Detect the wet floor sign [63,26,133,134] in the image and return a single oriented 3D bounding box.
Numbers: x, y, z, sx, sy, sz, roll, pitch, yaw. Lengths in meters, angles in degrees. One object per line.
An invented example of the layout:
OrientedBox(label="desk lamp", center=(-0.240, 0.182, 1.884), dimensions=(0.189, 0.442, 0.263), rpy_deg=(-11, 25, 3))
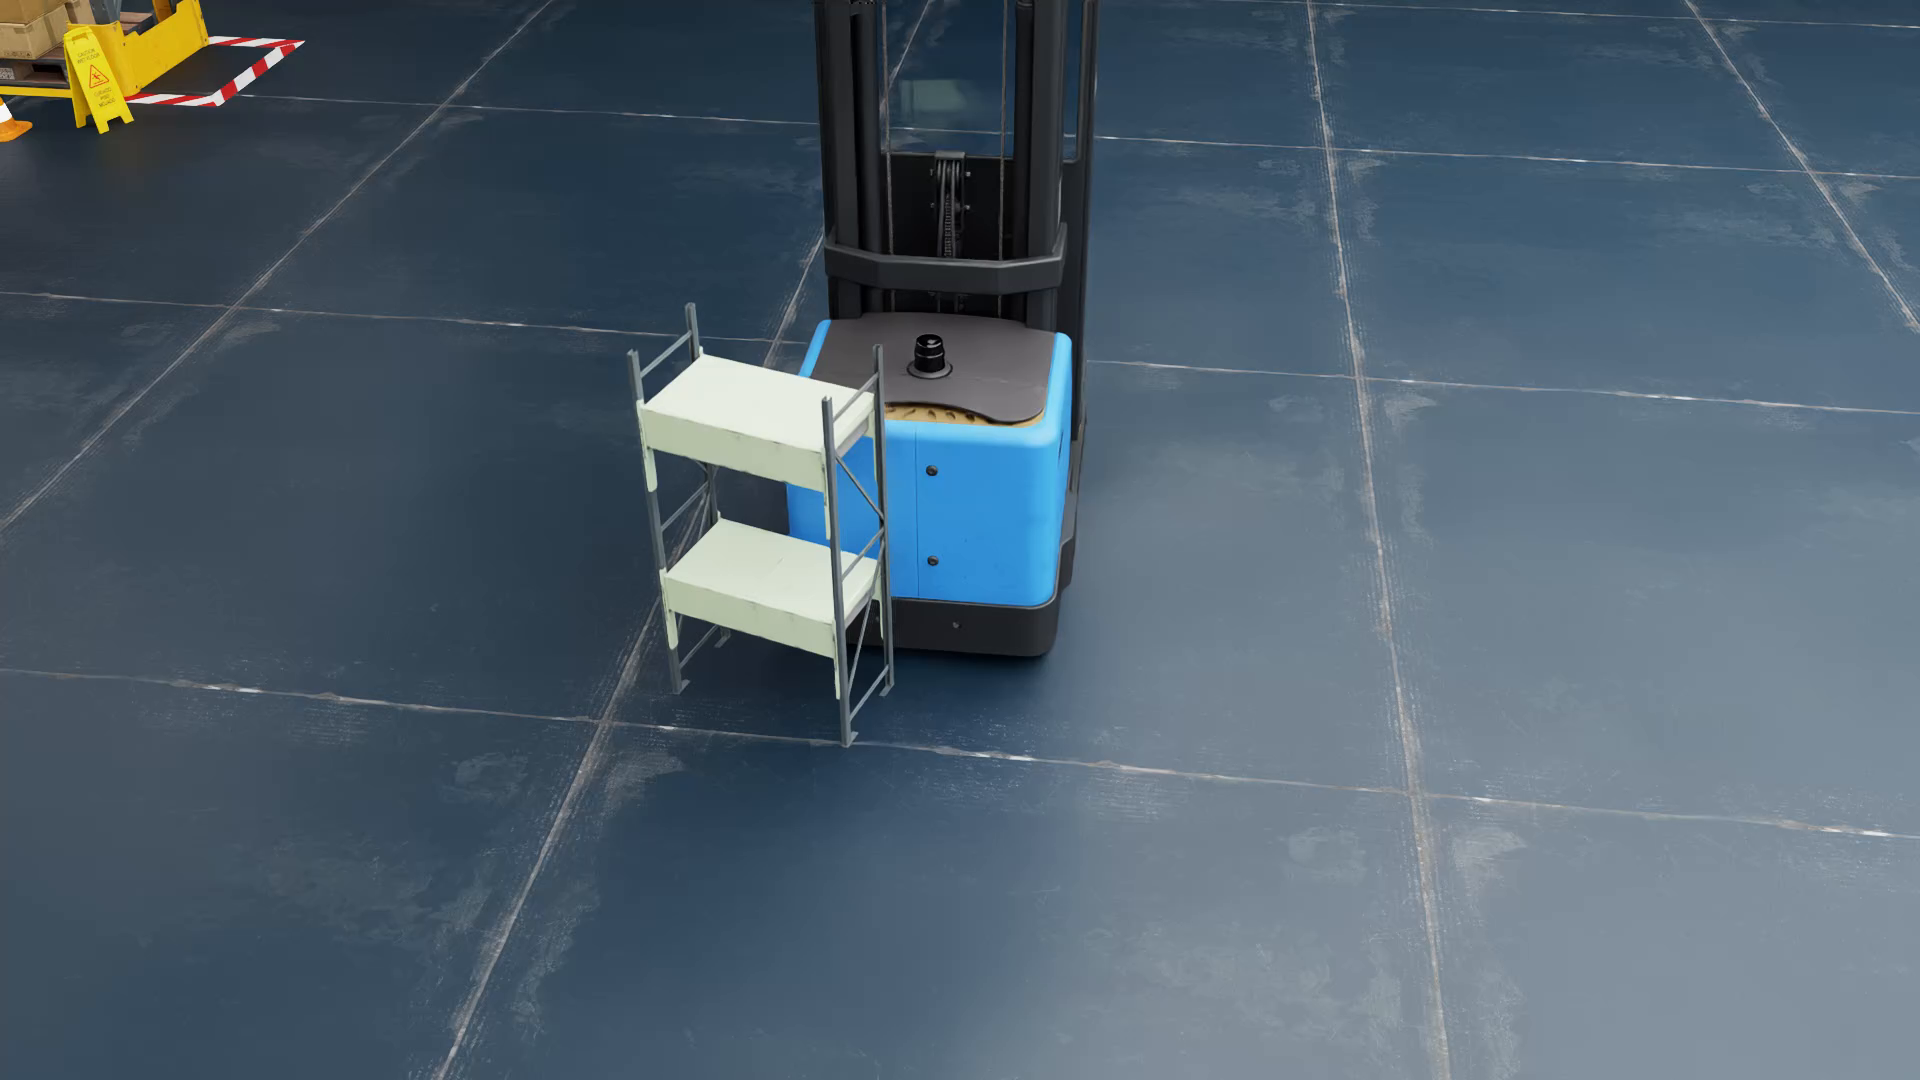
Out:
OrientedBox(label="wet floor sign", center=(-5.735, -3.053, 10.972), dimensions=(0.232, 0.644, 0.267), rpy_deg=(17, 39, 22))

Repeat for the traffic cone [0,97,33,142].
OrientedBox(label="traffic cone", center=(-6.378, -2.897, 10.911), dimensions=(0.334, 0.463, 0.336), rpy_deg=(4, 36, 6))

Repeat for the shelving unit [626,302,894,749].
OrientedBox(label="shelving unit", center=(-0.683, -0.030, 5.997), dimensions=(0.755, 1.500, 0.431), rpy_deg=(15, 38, 19))

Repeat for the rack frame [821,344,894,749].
OrientedBox(label="rack frame", center=(-0.349, 0.057, 5.876), dimensions=(0.023, 1.500, 0.400), rpy_deg=(15, 38, 19))

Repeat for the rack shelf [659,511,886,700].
OrientedBox(label="rack shelf", center=(-0.682, 0.235, 6.189), dimensions=(0.720, 0.370, 0.431), rpy_deg=(15, 38, 19))

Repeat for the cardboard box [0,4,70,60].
OrientedBox(label="cardboard box", center=(-6.647, -3.600, 11.717), dimensions=(0.500, 0.250, 0.500), rpy_deg=(4, 36, 6))

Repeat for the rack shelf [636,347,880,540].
OrientedBox(label="rack shelf", center=(-0.684, -0.346, 5.768), dimensions=(0.720, 0.370, 0.431), rpy_deg=(15, 38, 19))

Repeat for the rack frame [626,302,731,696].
OrientedBox(label="rack frame", center=(-1.017, -0.116, 6.119), dimensions=(0.023, 1.500, 0.400), rpy_deg=(15, 38, 19))

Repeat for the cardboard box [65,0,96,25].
OrientedBox(label="cardboard box", center=(-6.552, -3.912, 12.155), dimensions=(0.500, 0.250, 0.500), rpy_deg=(4, 36, 6))

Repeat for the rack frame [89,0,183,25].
OrientedBox(label="rack frame", center=(-5.787, -4.641, 11.171), dimensions=(0.127, 3.000, 1.000), rpy_deg=(4, 36, 6))

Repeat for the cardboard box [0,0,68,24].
OrientedBox(label="cardboard box", center=(-6.615, -3.907, 11.503), dimensions=(0.500, 0.500, 0.500), rpy_deg=(4, 36, 6))

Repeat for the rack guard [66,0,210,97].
OrientedBox(label="rack guard", center=(-5.863, -3.630, 11.905), dimensions=(0.348, 0.500, 1.175), rpy_deg=(4, 36, 6))

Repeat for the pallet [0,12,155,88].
OrientedBox(label="pallet", center=(-6.664, -3.593, 12.102), dimensions=(1.213, 0.211, 1.003), rpy_deg=(4, 36, 6))

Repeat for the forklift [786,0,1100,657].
OrientedBox(label="forklift", center=(0.016, -1.580, 6.941), dimensions=(1.130, 2.935, 3.031), rpy_deg=(4, 36, 5))
